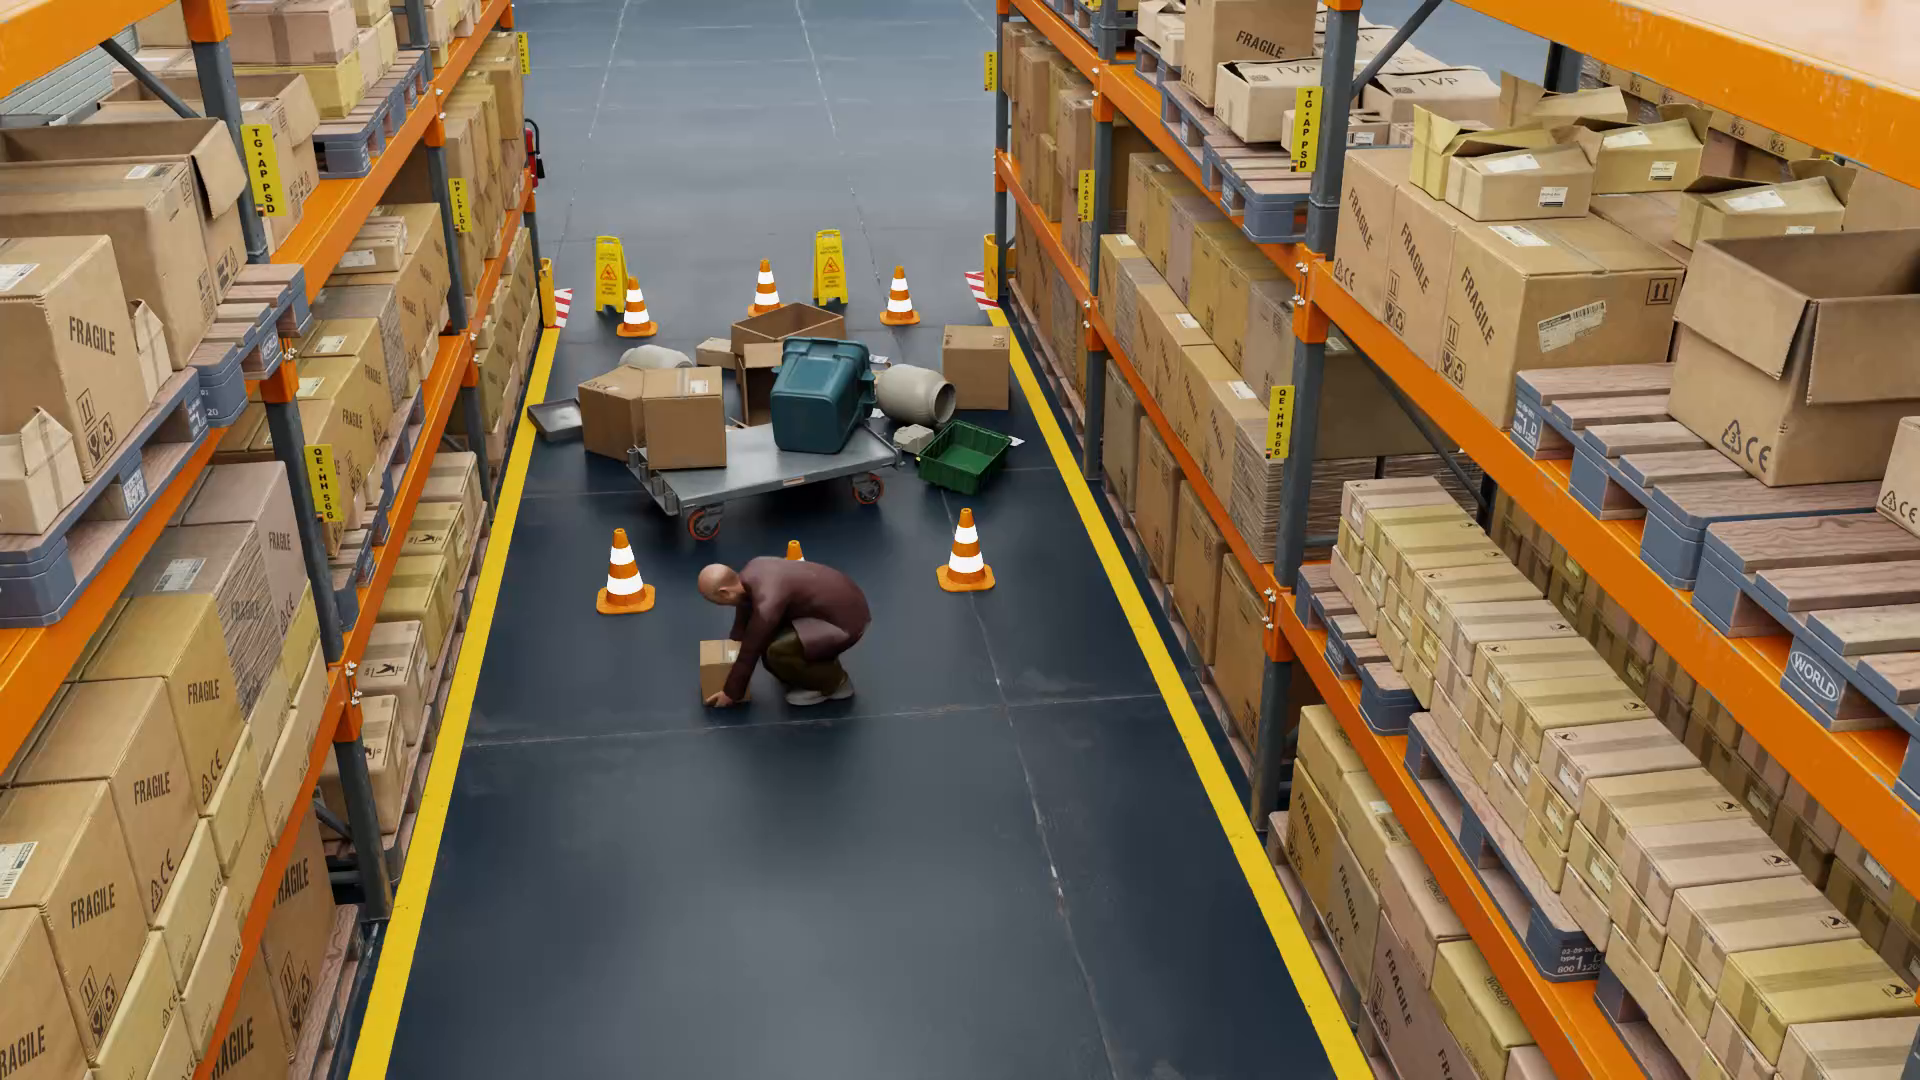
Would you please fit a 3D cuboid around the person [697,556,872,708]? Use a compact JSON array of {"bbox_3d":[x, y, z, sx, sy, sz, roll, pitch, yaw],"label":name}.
[{"bbox_3d":[-0.923,0.499,8.863,0.904,0.857,0.579,-4,27,-8],"label":"person"}]
